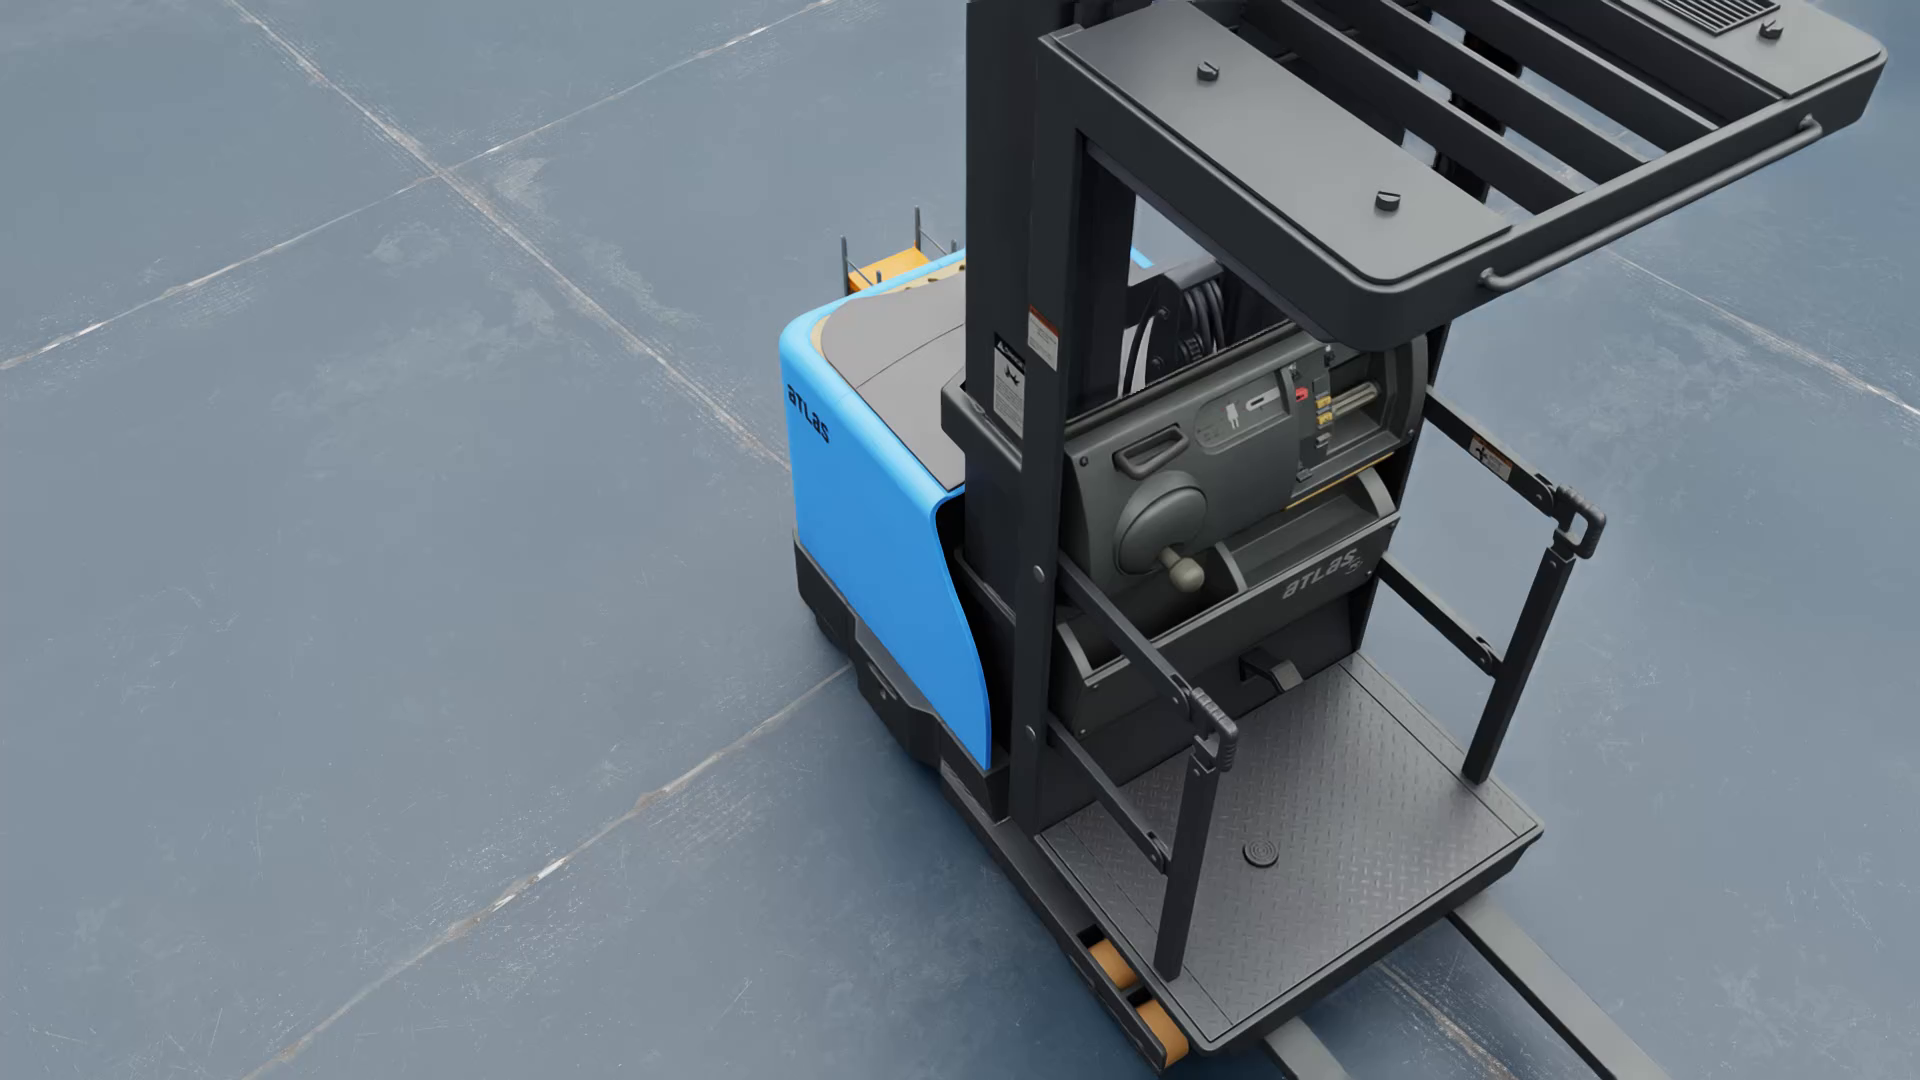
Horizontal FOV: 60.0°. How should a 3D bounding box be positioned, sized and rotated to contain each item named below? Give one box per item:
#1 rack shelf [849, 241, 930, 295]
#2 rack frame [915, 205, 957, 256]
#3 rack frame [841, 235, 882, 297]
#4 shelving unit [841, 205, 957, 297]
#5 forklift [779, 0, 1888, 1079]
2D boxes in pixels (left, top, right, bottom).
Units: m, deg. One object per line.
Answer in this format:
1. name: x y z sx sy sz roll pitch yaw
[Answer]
1. rack shelf: -0.170 -0.661 4.774 0.240 0.259 0.215 -27 53 -22
2. rack frame: -0.069 -0.527 5.021 0.008 1.050 0.200 -27 53 -22
3. rack frame: -0.270 -0.426 4.928 0.008 1.050 0.200 -27 53 -22
4. shelving unit: -0.170 -0.476 4.975 0.252 1.050 0.215 -27 53 -22
5. forklift: 0.742 -0.116 3.363 1.130 2.935 3.031 -26 52 -22
